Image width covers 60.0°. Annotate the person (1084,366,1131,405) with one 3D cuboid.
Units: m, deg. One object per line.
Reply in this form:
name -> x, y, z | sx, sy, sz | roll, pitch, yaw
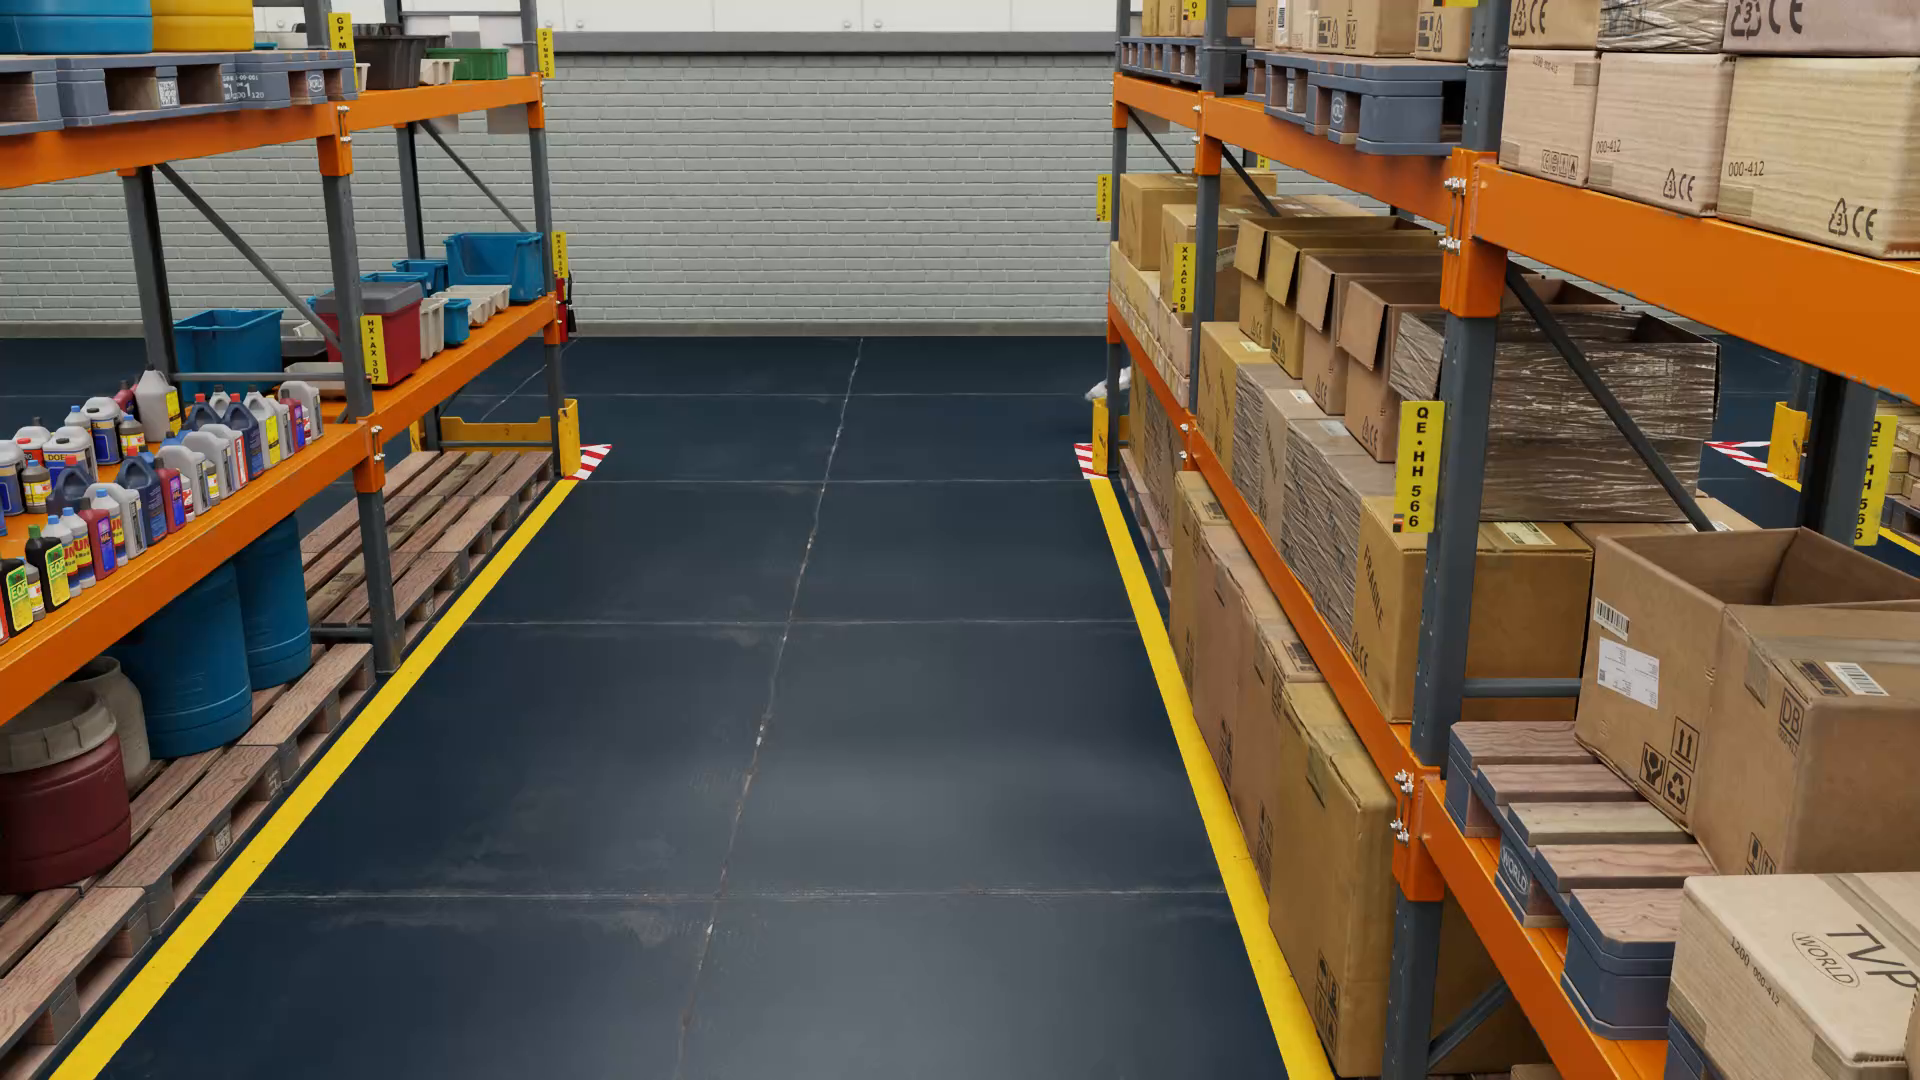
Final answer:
person -> 1.376, -1.760, 13.263 | 0.767, 1.777, 0.601 | -1, 17, -5
